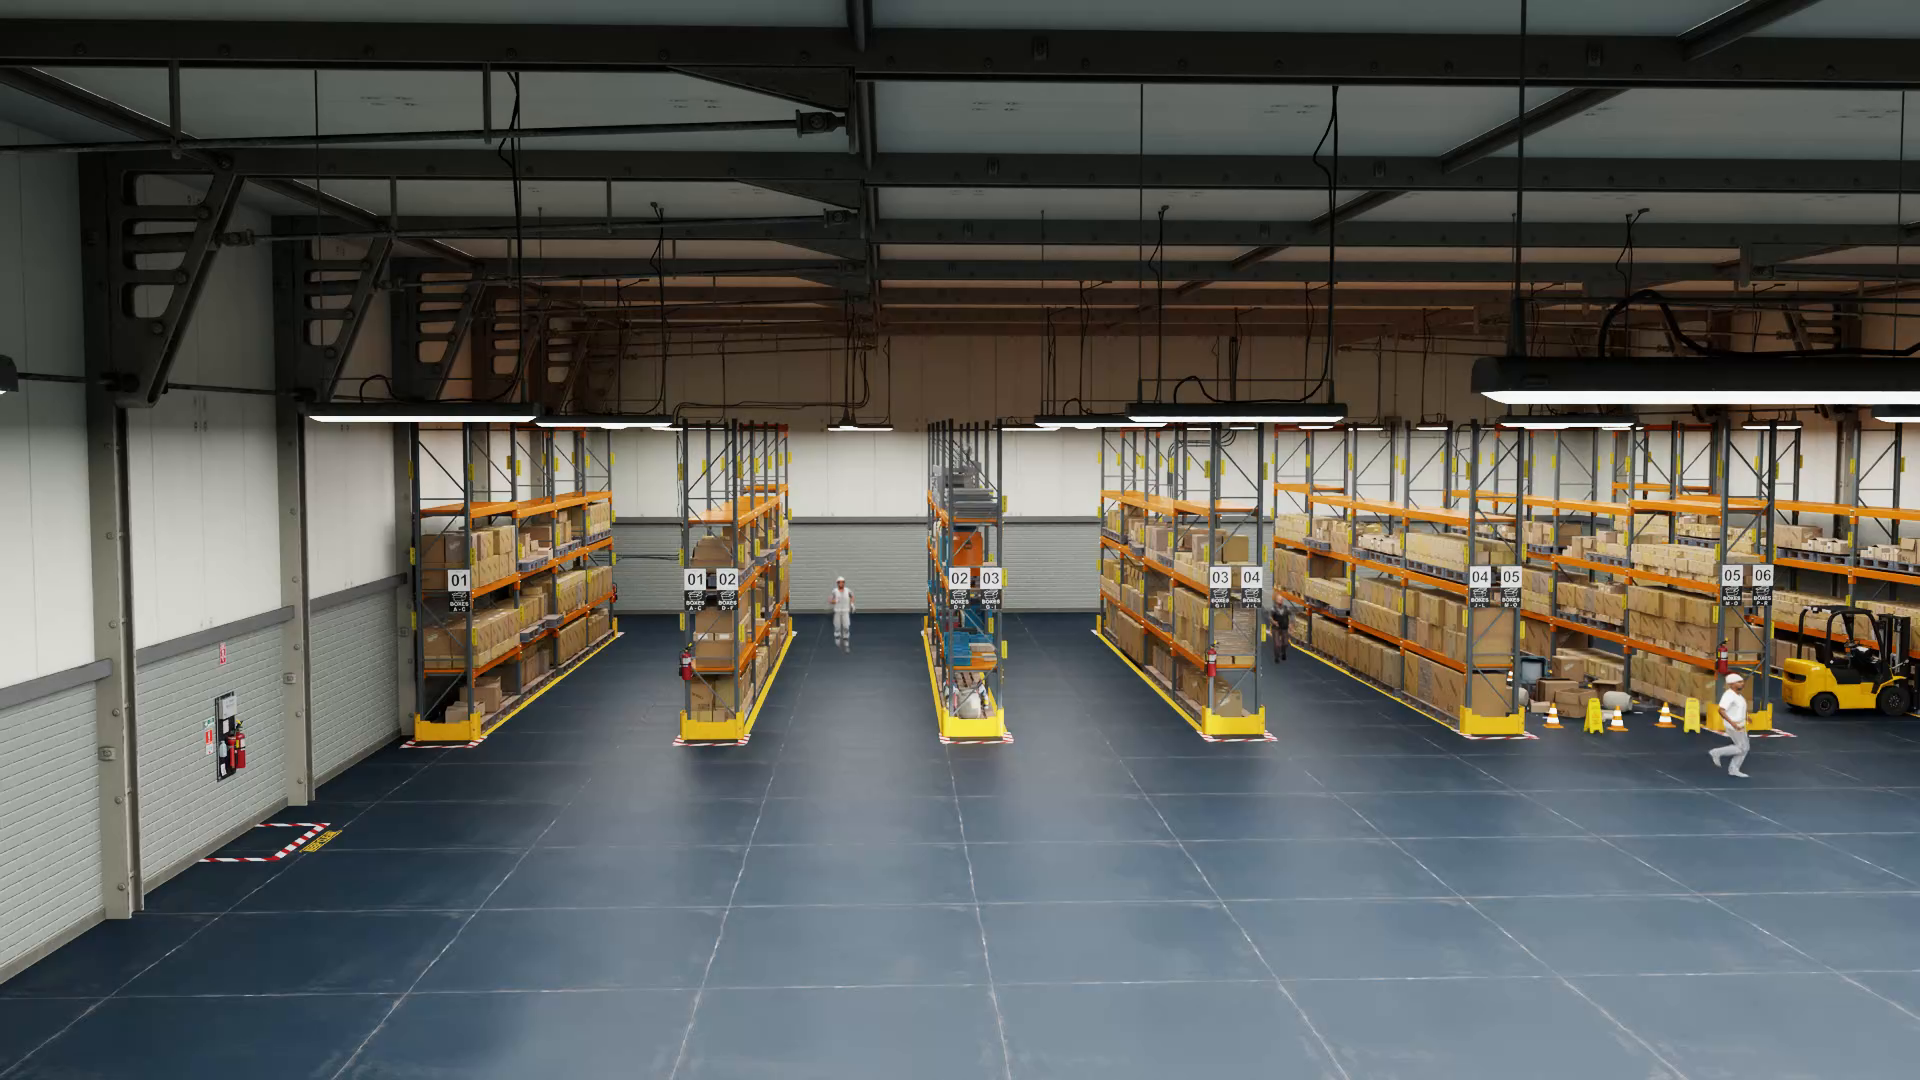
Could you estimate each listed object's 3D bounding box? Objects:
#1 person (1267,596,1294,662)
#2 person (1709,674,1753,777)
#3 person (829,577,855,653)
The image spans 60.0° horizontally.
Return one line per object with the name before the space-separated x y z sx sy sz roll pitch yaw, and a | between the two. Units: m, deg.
person | 7.982 2.226 41.330 0.699 1.678 0.584 0 4 0
person | 12.890 3.089 27.796 0.592 1.726 0.702 3 5 39
person | -2.965 1.868 41.718 0.662 1.877 0.766 0 4 -7
